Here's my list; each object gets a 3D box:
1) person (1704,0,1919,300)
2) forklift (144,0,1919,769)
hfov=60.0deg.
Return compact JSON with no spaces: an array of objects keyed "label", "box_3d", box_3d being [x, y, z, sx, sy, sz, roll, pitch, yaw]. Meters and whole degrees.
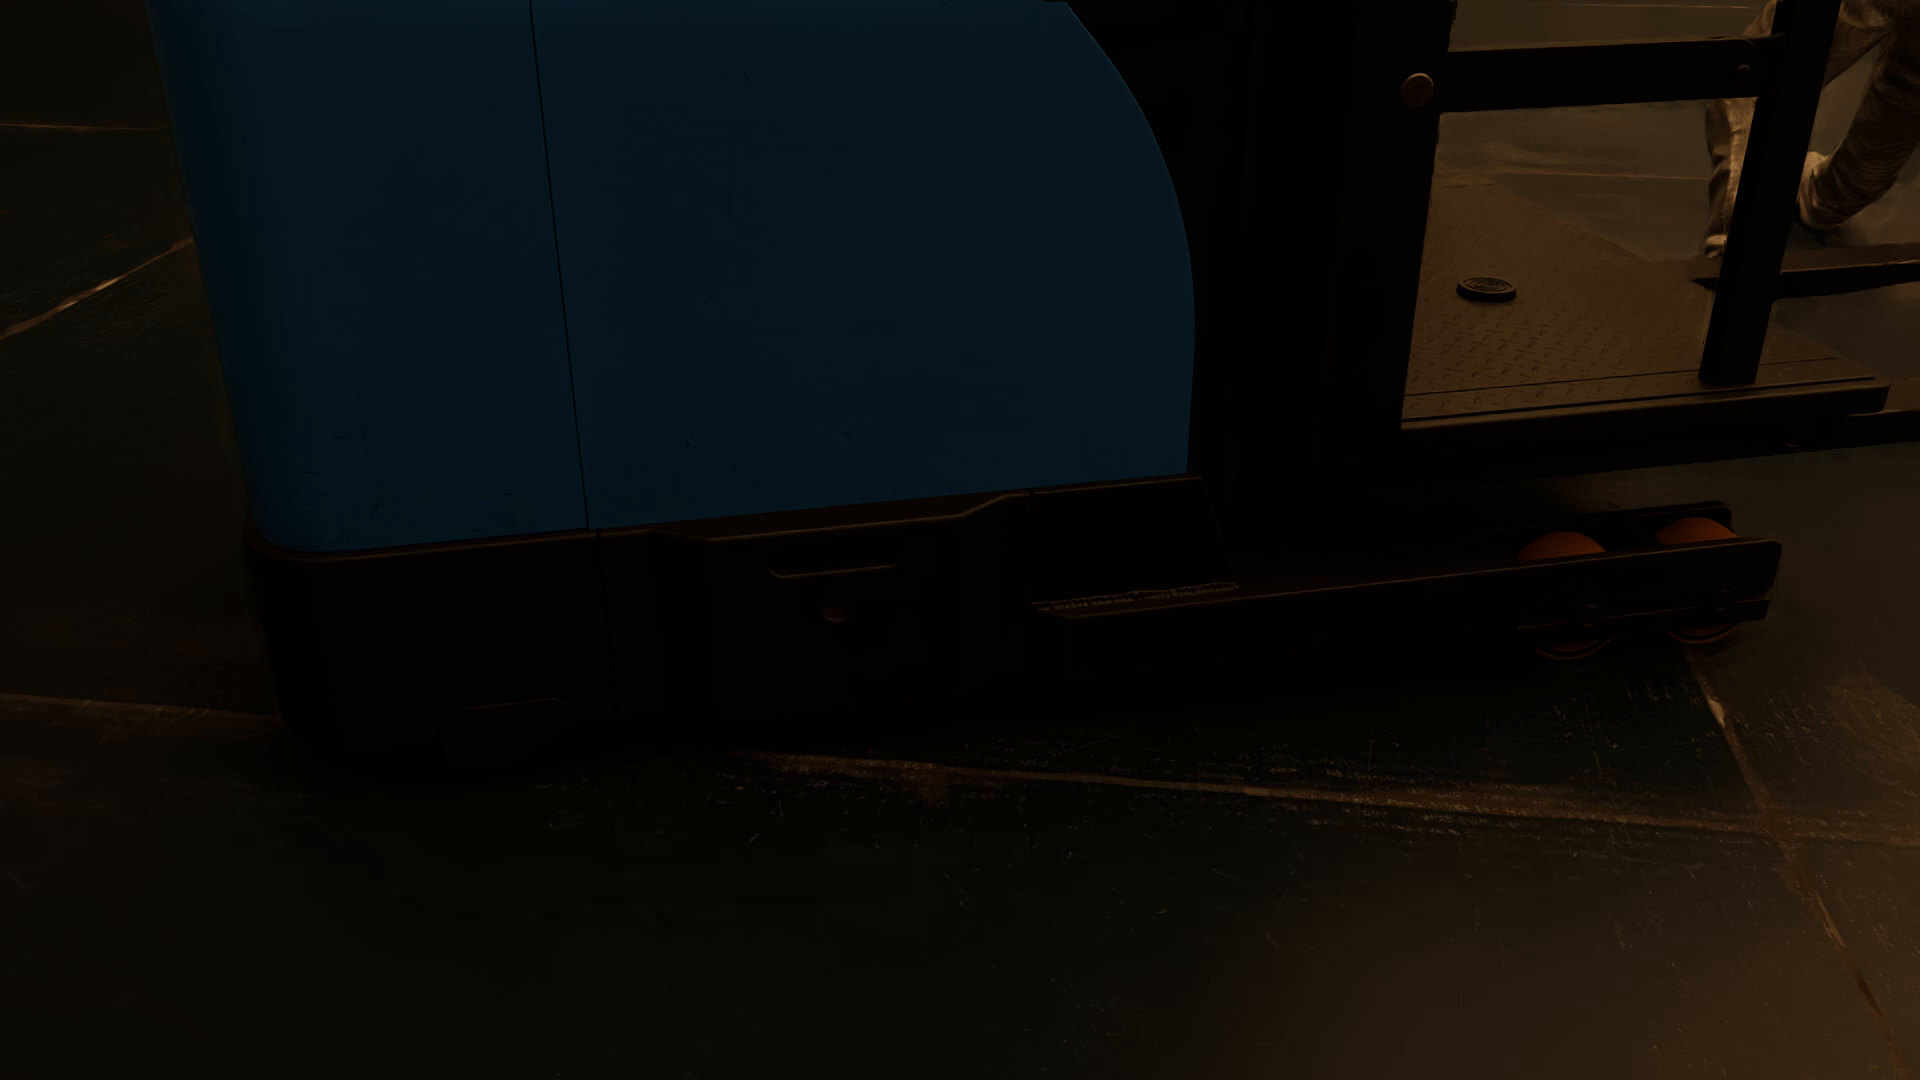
[{"label":"person","box_3d":[1.826,-1.315,3.396,0.990,1.581,1.007,-4,27,-7]},{"label":"forklift","box_3d":[0.598,-1.378,1.978,3.031,2.935,1.130,-6,27,-11]}]
